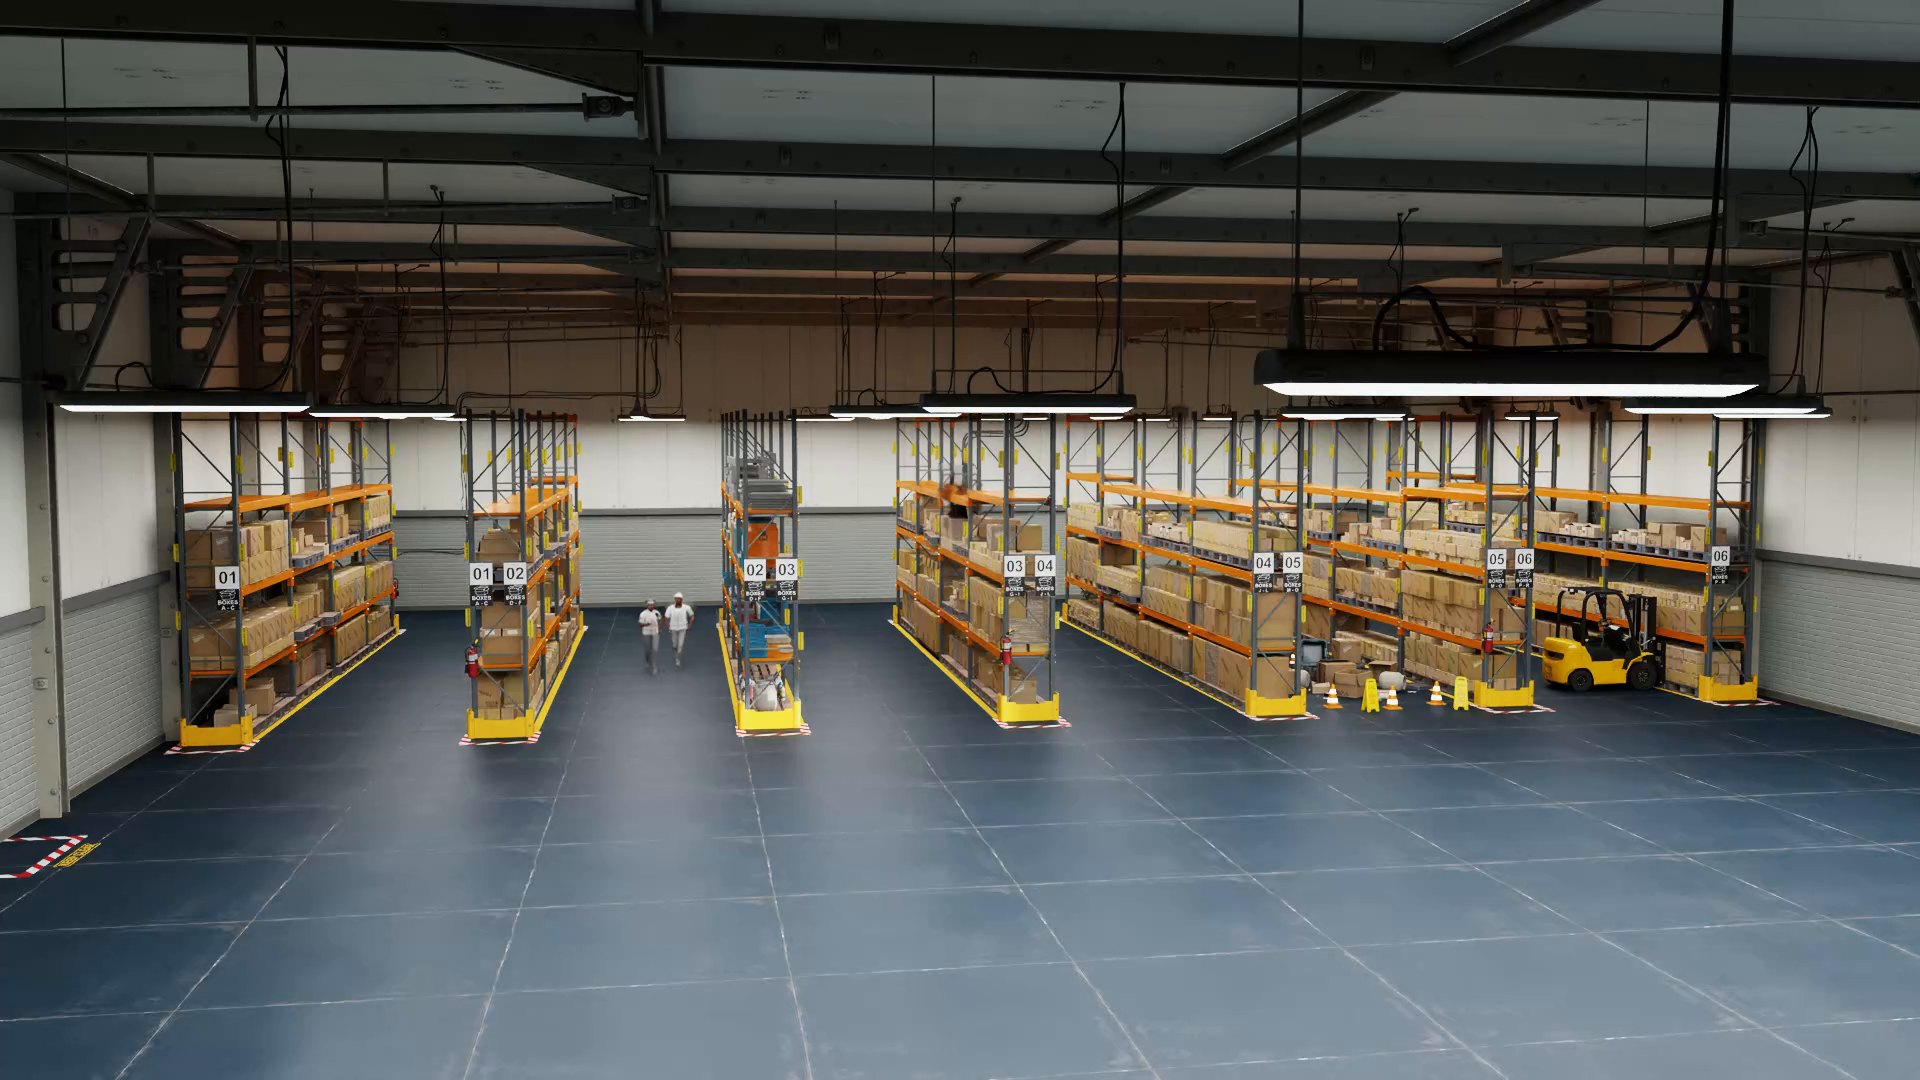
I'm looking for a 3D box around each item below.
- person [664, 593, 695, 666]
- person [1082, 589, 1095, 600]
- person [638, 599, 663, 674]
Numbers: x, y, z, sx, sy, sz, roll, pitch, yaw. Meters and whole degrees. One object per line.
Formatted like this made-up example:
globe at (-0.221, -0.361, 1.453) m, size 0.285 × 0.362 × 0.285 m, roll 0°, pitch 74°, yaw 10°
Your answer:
person at (-6.668, 2.120, 39.505) m, size 0.713 × 1.727 × 0.737 m, roll 0°, pitch 4°, yaw -4°
person at (3.917, 1.363, 50.062) m, size 0.632 × 1.730 × 0.689 m, roll -2°, pitch 4°, yaw -26°
person at (-7.087, 2.183, 38.136) m, size 0.575 × 1.696 × 0.909 m, roll -1°, pitch 4°, yaw -16°
